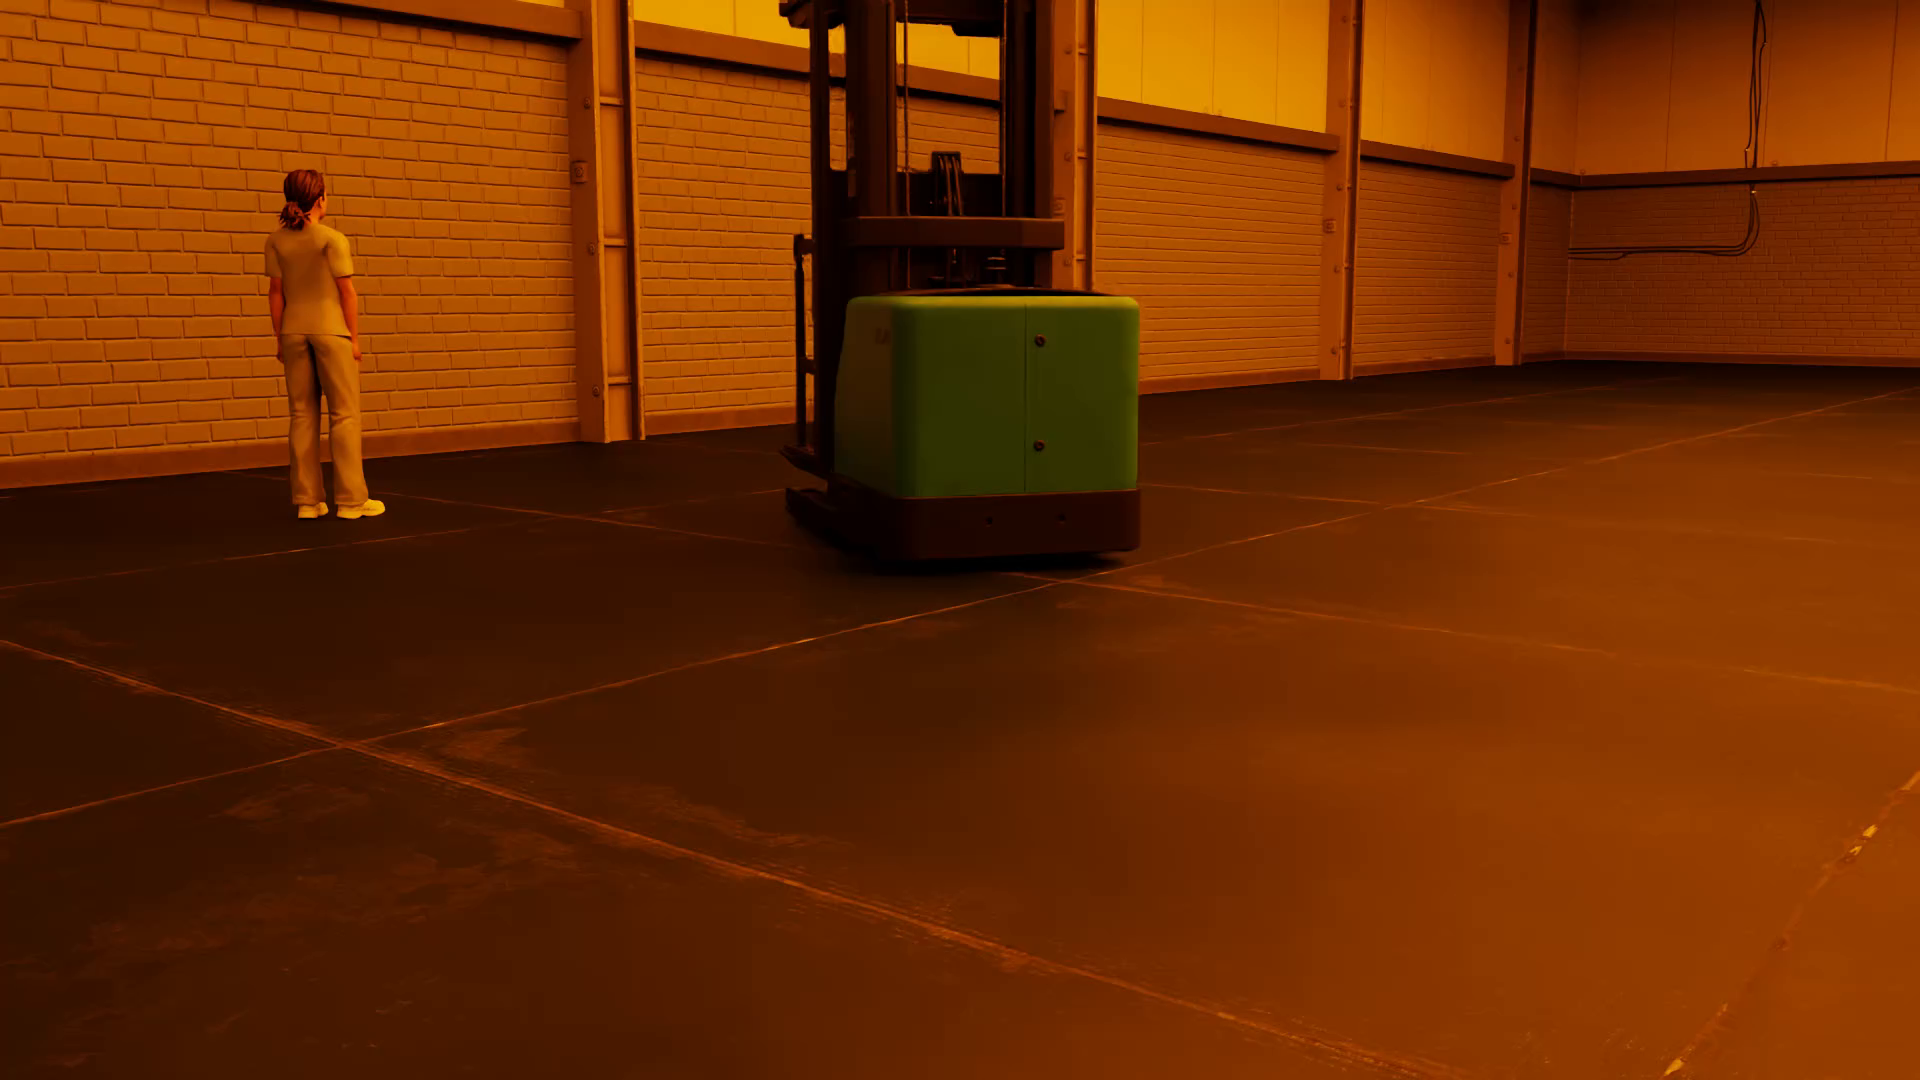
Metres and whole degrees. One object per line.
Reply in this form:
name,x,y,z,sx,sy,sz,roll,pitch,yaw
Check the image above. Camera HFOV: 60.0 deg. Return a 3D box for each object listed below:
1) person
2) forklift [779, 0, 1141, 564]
person,-3.102,-0.939,8.051,0.437,1.671,0.384,1,8,4
forklift,-0.209,-1.530,7.736,1.130,2.935,3.031,-3,9,-18
